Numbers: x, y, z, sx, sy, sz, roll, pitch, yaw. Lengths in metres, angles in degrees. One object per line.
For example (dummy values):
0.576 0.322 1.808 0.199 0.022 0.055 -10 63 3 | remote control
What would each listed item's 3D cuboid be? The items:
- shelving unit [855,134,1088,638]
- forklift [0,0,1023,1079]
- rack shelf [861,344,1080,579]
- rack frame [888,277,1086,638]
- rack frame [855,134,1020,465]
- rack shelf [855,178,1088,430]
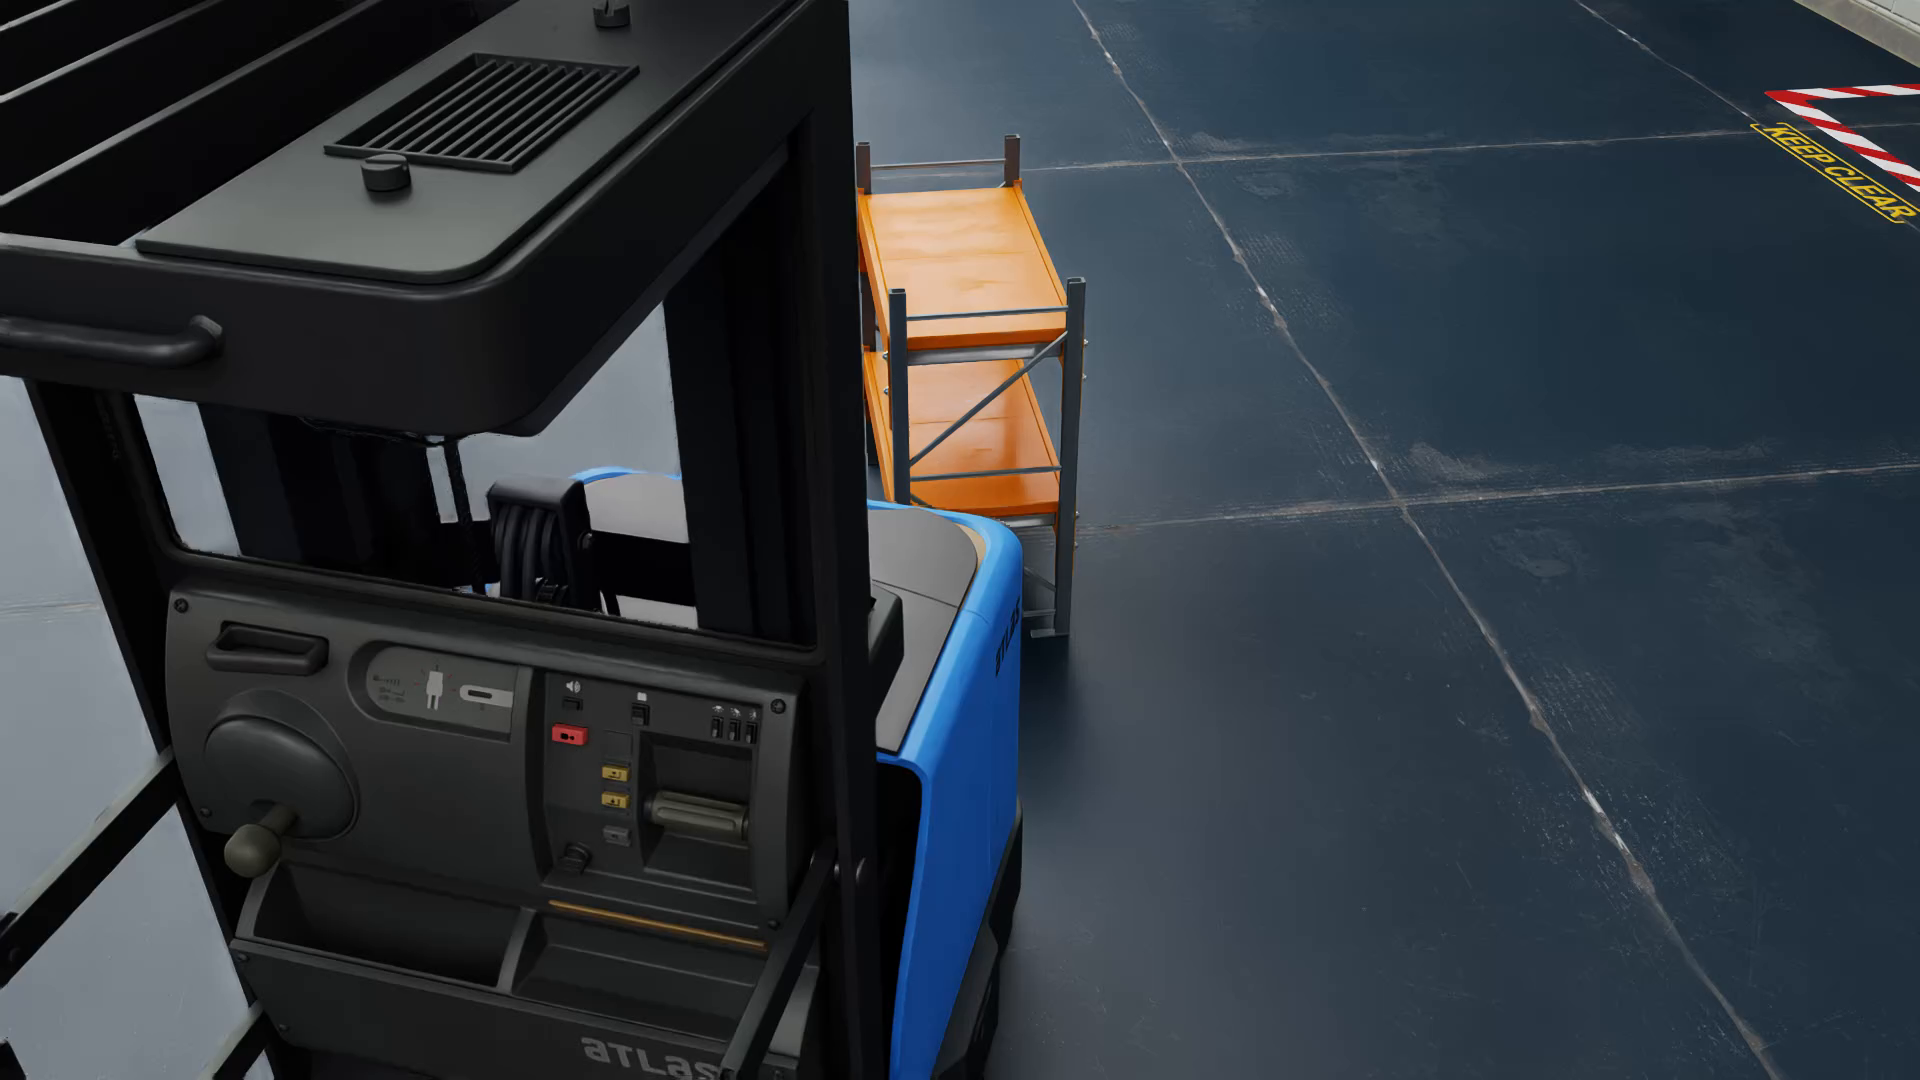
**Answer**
0.001 -0.461 4.928 0.538 1.125 1.048 -4 35 -6 | shelving unit
-0.718 0.370 2.105 1.130 2.935 3.031 8 35 12 | forklift
0.001 -0.259 5.065 0.538 0.278 1.000 -4 35 -6 | rack shelf
0.069 -0.177 4.511 0.500 1.125 0.032 -4 35 -6 | rack frame
-0.067 -0.745 5.344 0.500 1.125 0.032 -4 35 -6 | rack frame
0.001 -0.703 4.763 0.538 0.278 1.000 -4 35 -6 | rack shelf
